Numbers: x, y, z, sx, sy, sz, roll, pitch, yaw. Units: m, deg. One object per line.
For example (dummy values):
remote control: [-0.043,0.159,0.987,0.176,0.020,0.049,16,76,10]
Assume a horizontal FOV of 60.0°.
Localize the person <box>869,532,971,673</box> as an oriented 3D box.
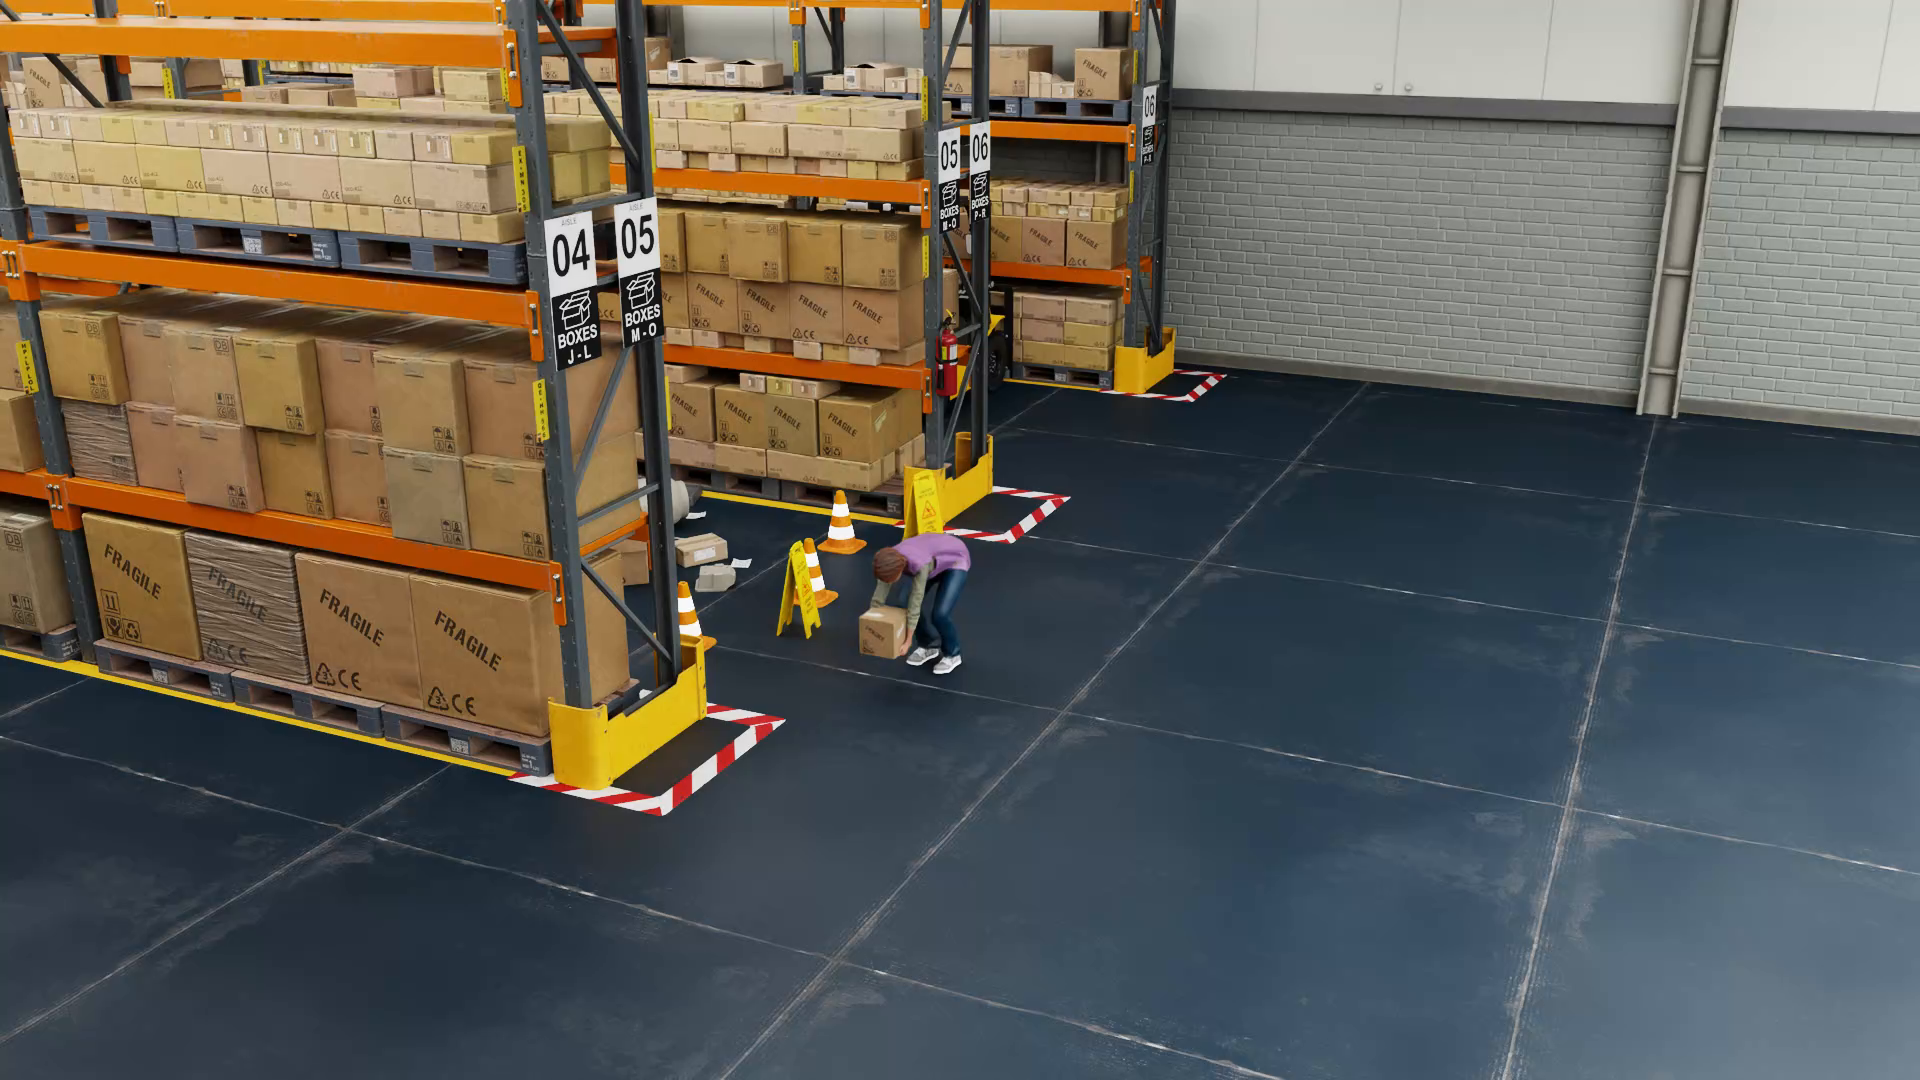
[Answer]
person: [-0.266,0.425,10.838,0.423,0.958,0.863,15,24,36]
